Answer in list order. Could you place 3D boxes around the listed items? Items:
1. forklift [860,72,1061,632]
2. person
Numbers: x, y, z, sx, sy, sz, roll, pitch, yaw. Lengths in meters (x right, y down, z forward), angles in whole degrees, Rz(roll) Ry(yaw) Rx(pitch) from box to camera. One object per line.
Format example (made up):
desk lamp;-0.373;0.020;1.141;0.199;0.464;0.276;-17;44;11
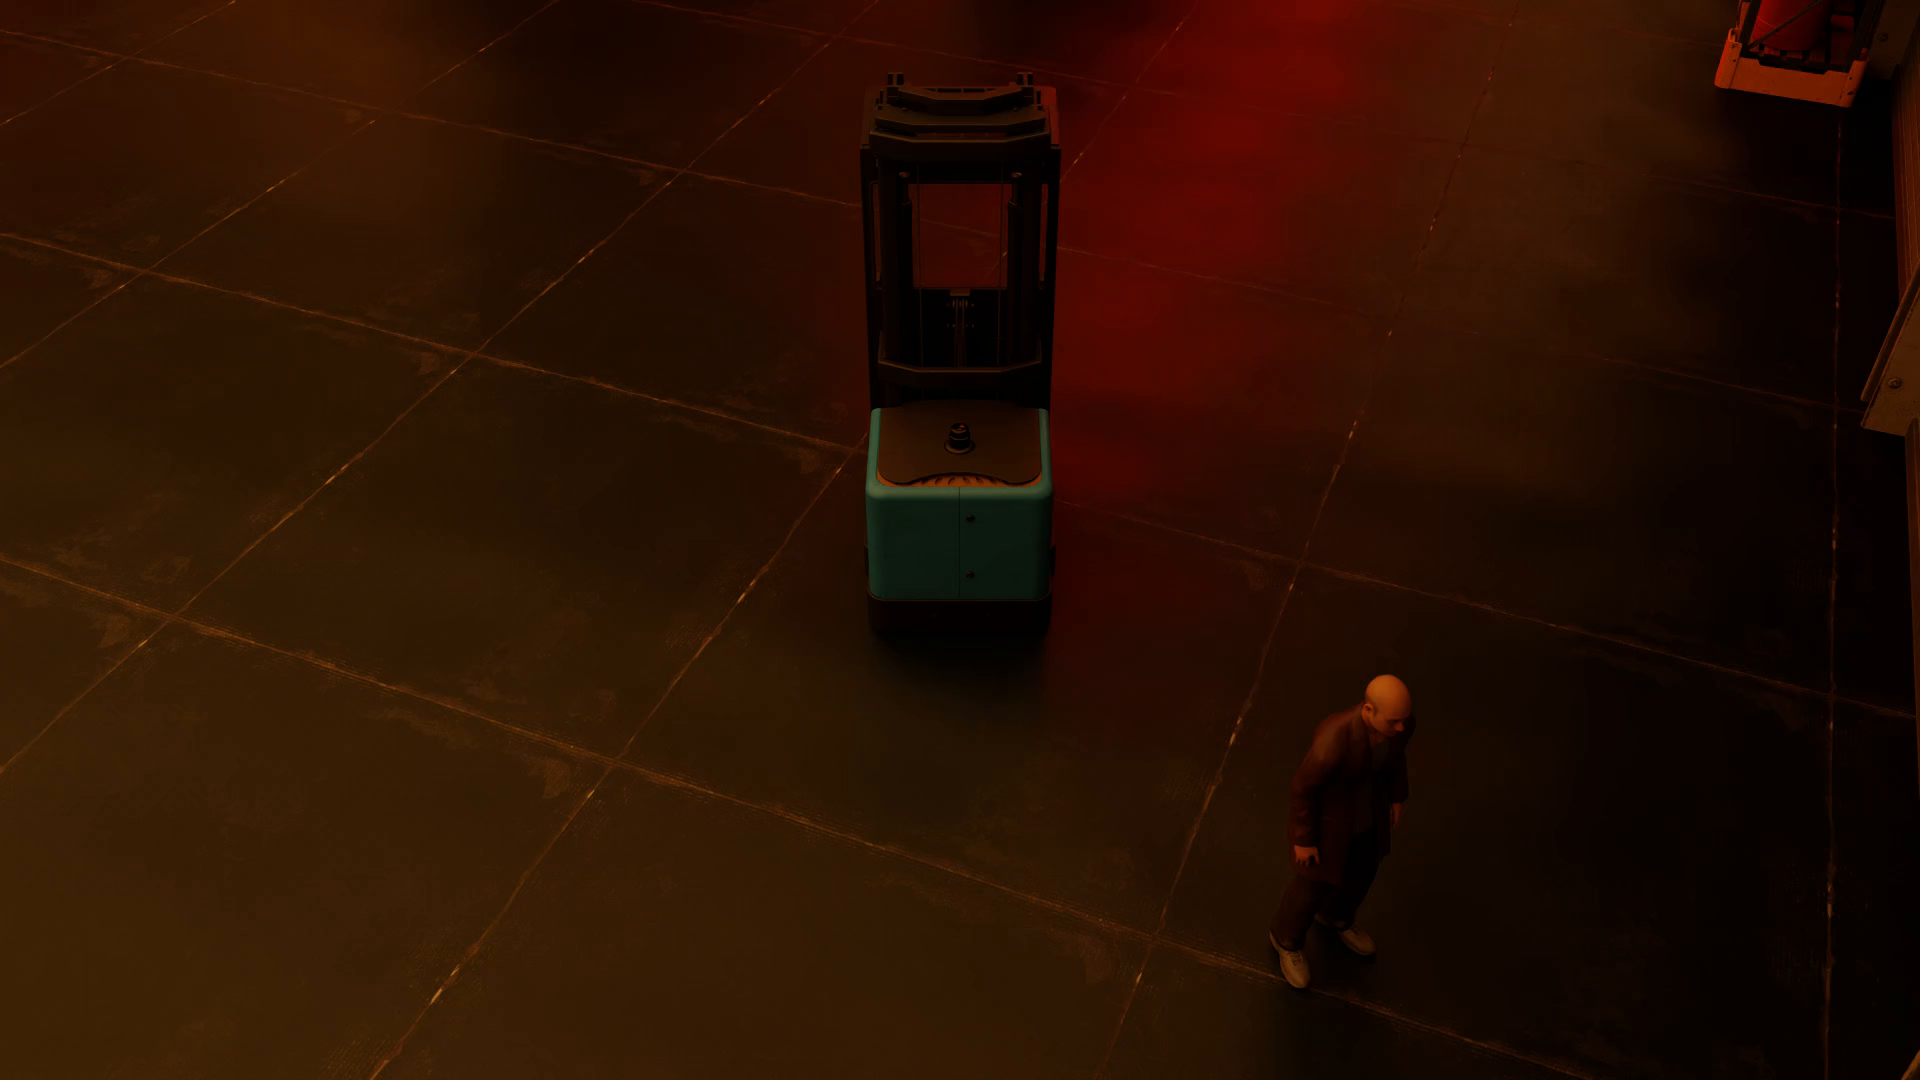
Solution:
forklift;0.002;-1.515;9.816;1.130;2.935;3.031;0;40;0
person;1.729;1.240;7.426;0.648;1.774;0.420;-20;44;-22
